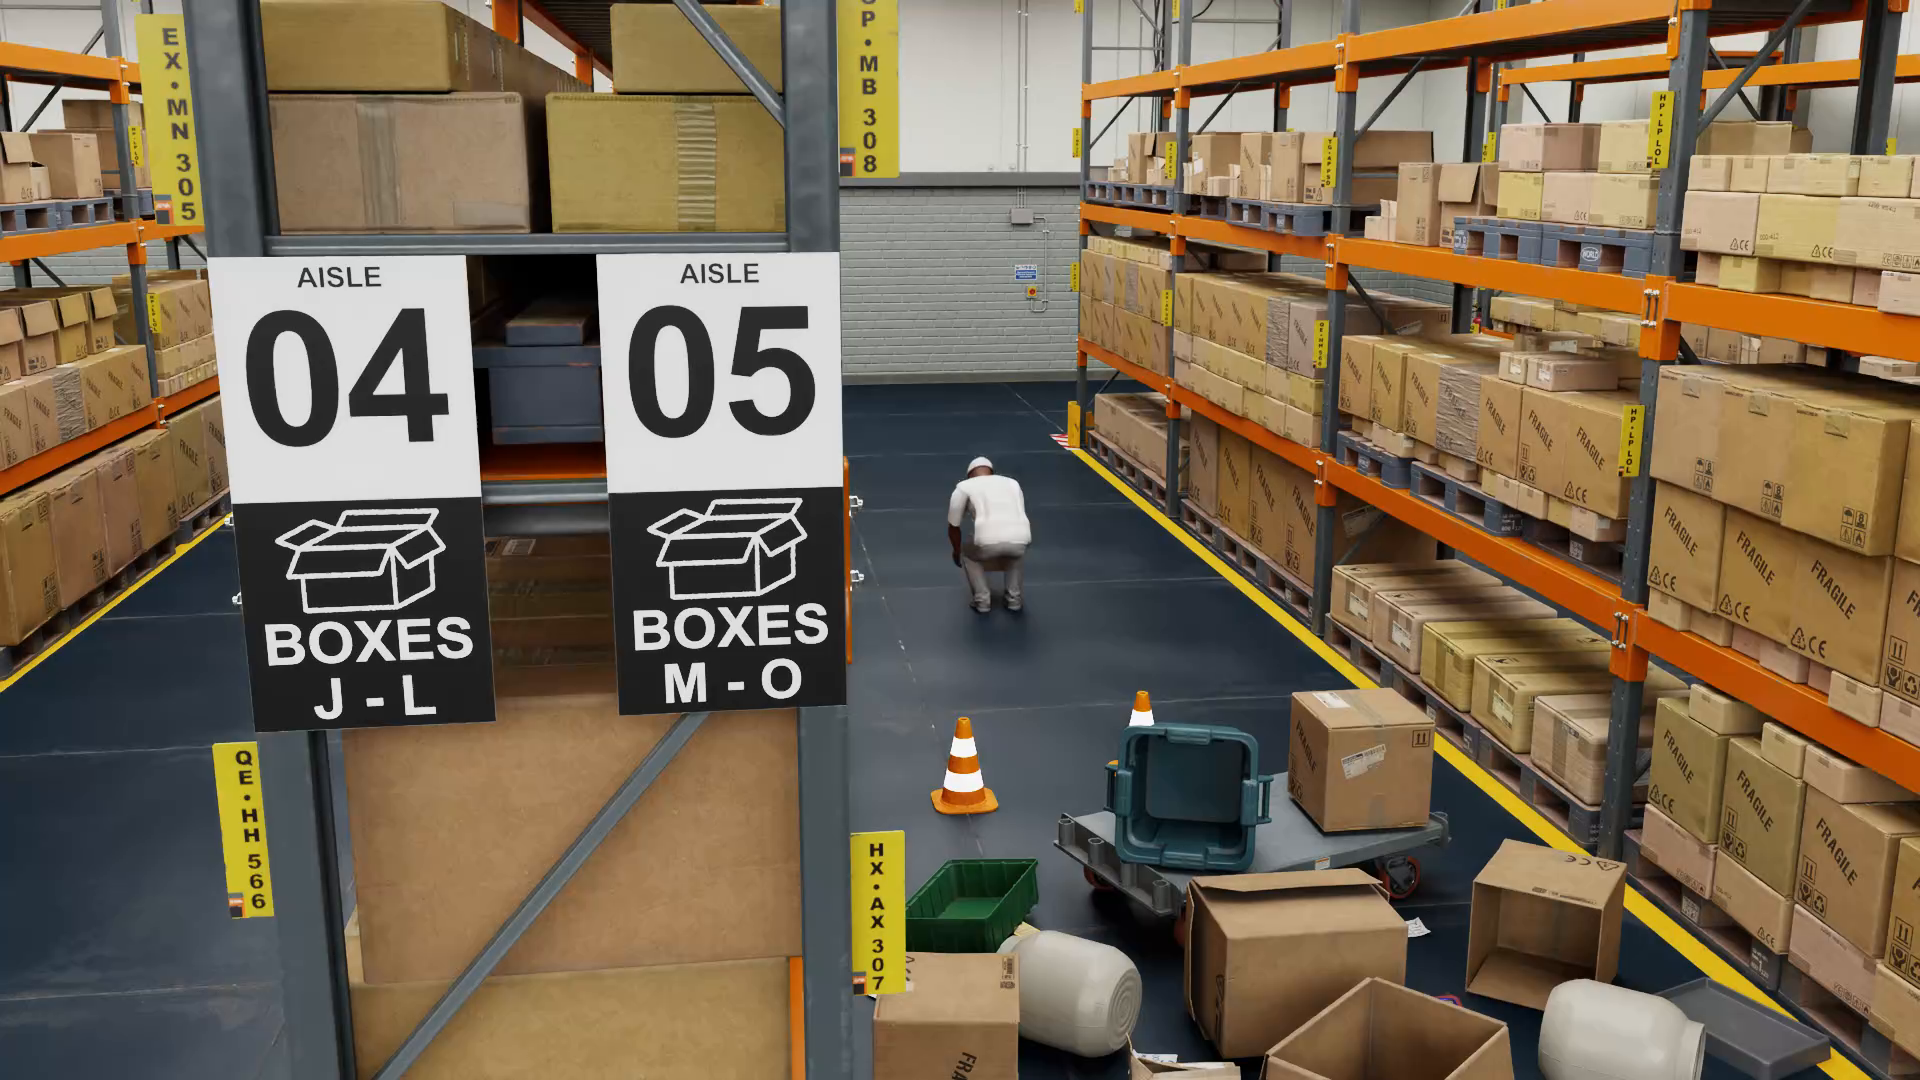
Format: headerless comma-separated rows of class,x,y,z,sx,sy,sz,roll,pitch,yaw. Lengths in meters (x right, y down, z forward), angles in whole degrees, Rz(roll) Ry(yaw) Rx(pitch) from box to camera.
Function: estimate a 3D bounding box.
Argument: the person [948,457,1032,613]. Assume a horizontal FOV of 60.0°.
person,0.224,-0.037,12.591,0.599,1.091,0.862,-2,13,-8
